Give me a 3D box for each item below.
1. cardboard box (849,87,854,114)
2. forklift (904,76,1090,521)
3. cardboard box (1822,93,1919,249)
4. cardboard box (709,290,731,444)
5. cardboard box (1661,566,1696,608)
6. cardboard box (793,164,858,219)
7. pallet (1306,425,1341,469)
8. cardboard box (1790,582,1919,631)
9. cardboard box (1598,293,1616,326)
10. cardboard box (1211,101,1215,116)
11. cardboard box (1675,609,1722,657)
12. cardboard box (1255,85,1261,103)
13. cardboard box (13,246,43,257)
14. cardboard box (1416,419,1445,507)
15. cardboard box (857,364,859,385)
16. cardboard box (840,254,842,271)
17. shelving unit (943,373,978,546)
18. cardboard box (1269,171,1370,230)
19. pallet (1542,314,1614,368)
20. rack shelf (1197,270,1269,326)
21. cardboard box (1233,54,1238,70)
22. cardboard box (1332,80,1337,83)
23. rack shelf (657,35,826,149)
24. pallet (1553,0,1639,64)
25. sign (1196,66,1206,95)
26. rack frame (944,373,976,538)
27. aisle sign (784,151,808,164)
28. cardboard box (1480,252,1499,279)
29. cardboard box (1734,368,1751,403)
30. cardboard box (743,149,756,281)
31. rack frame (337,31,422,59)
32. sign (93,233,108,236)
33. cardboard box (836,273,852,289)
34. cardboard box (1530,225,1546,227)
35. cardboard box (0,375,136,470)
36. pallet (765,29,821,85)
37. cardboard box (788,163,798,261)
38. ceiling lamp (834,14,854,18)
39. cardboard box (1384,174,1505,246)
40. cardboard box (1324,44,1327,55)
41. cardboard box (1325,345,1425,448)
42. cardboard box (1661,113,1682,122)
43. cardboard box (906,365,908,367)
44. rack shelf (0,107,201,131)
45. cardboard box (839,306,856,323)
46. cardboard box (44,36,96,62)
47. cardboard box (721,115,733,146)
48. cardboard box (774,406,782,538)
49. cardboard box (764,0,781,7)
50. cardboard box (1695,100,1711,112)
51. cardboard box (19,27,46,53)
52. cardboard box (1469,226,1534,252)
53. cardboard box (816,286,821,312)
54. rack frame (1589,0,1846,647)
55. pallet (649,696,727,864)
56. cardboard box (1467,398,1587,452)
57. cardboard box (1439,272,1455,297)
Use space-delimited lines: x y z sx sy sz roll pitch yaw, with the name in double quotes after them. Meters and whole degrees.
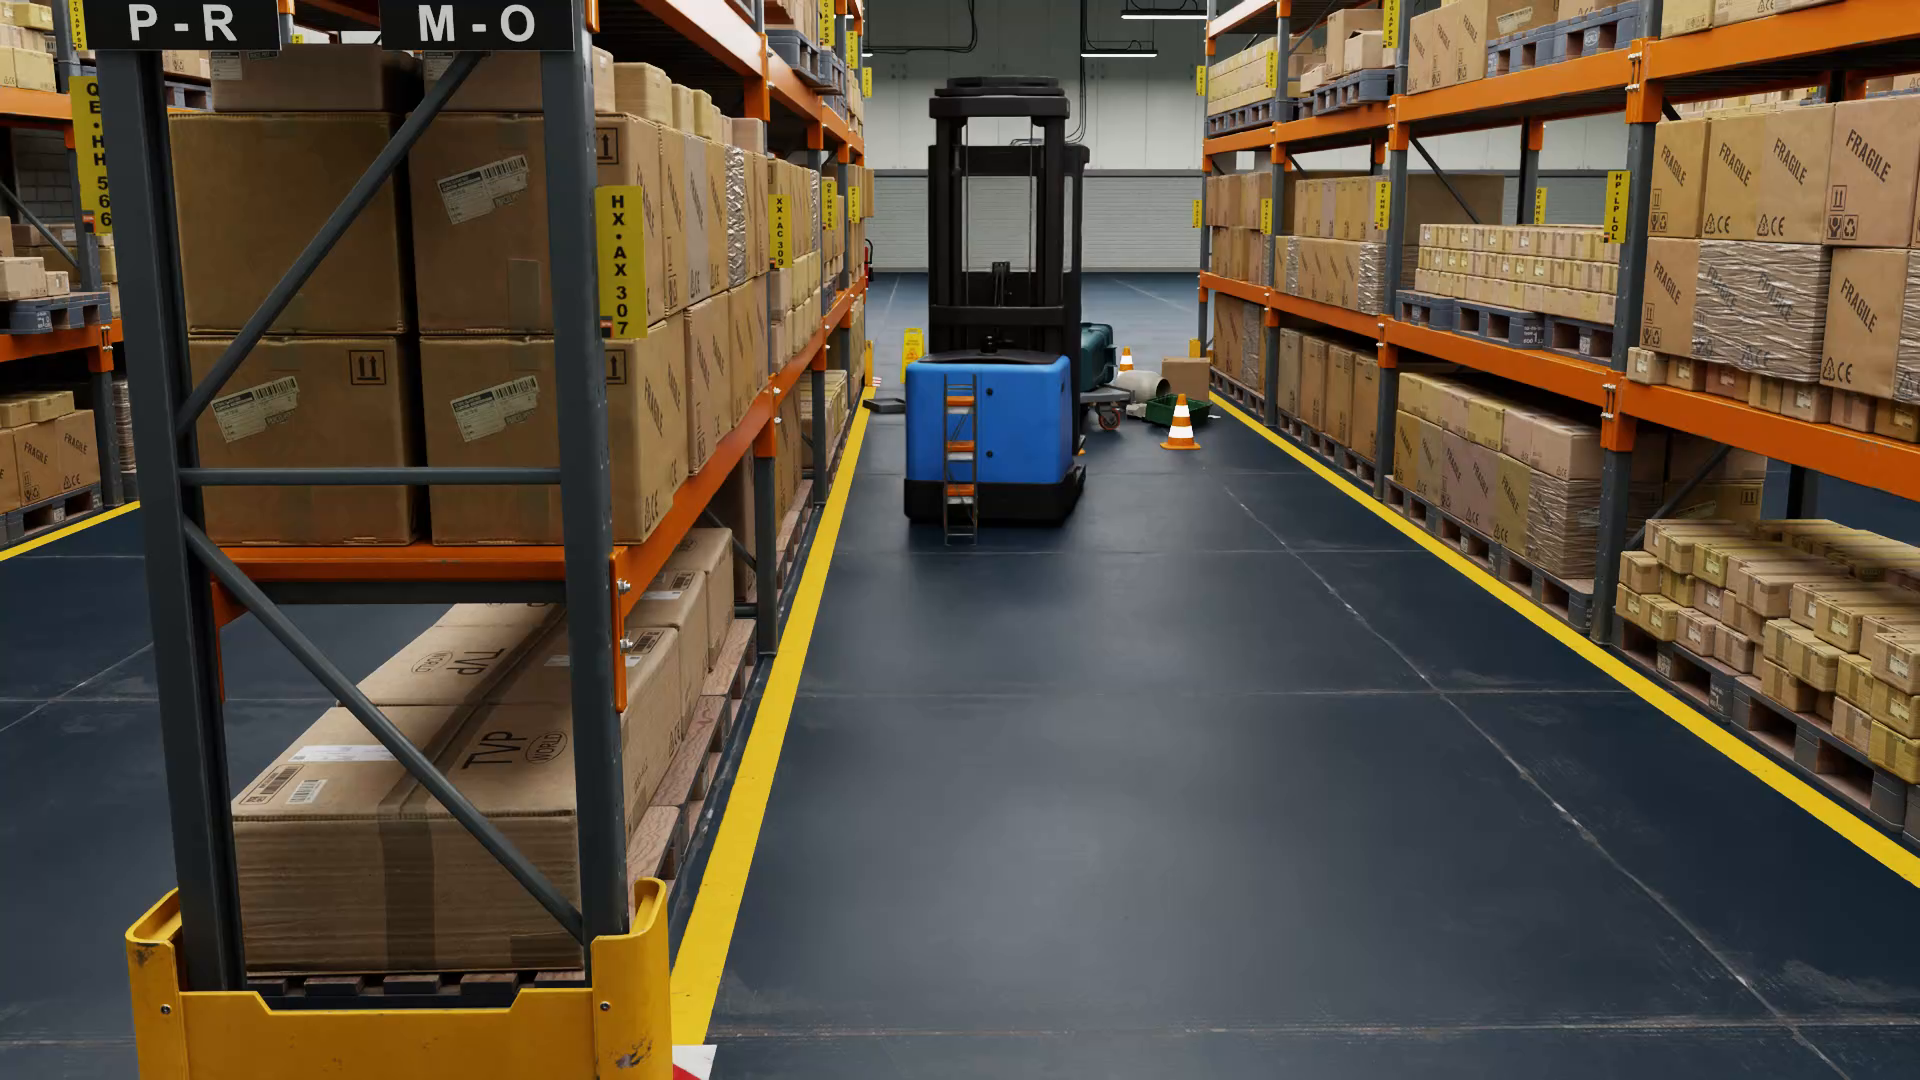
-1.288 -4.252 16.059 0.500 0.250 0.500 0 11 -2 "cardboard box"
0.354 -1.805 12.086 1.130 2.935 3.031 2 12 8 "forklift"
3.360 -1.258 5.700 0.500 0.500 0.500 -1 11 -3 "cardboard box"
-1.065 -0.580 5.622 0.500 0.500 0.500 0 11 1 "cardboard box"
3.362 0.200 7.395 0.380 0.149 0.250 0 11 -1 "cardboard box"
-1.325 -3.292 15.726 0.700 0.500 0.500 0 11 -2 "cardboard box"
3.534 -0.796 13.953 1.003 0.211 1.213 0 11 -1 "pallet"
3.421 0.262 6.342 0.380 0.149 0.250 -1 11 -4 "cardboard box"
3.374 -1.130 8.159 0.380 0.149 0.250 0 11 -2 "cardboard box"
3.024 -4.836 18.631 0.380 0.149 0.250 0 11 -1 "cardboard box"
3.329 0.398 7.166 0.380 0.149 0.250 0 11 -1 "cardboard box"
3.075 -4.333 16.155 0.380 0.149 0.250 0 11 0 "cardboard box"
-6.700 -1.962 11.806 0.500 0.250 0.500 0 11 0 "cardboard box"
3.270 -0.503 10.726 0.500 0.500 0.500 0 11 0 "cardboard box"
-1.311 -1.707 17.288 0.500 0.250 0.500 0 11 -2 "cardboard box"
-1.217 -2.397 14.404 0.380 0.149 0.250 0 11 -2 "cardboard box"
0.001 -0.504 10.402 0.215 1.050 0.252 0 11 -1 "shelving unit"
3.441 -3.235 15.869 0.875 0.550 0.550 0 11 -1 "cardboard box"
3.709 -1.027 8.561 1.003 0.211 1.213 0 11 -1 "pallet"
3.373 -2.604 17.660 1.077 0.370 4.000 0 11 -1 "rack shelf"
3.051 -4.976 17.314 0.380 0.149 0.250 0 11 0 "cardboard box"
3.241 -3.845 13.455 0.396 0.266 0.258 0 11 -1 "cardboard box"
-1.409 -2.444 9.324 1.077 0.370 4.000 0 11 -1 "rack shelf"
3.673 -2.470 8.118 1.213 0.211 1.003 0 11 -1 "pallet"
2.777 -5.290 19.150 0.100 0.325 0.005 0 11 -1 "sign"
-0.001 -0.528 10.522 0.200 1.050 0.008 0 11 -1 "rack frame"
-1.926 -4.599 19.145 0.394 0.787 0.004 0 11 -1 "aisle sign"
3.334 -1.640 9.924 0.380 0.149 0.250 0 11 -2 "cardboard box"
3.396 -0.630 6.753 0.380 0.149 0.250 -1 11 -4 "cardboard box"
-1.079 -1.274 6.528 0.500 0.500 0.500 0 11 -2 "cardboard box"
-6.578 -6.233 18.648 1.000 3.000 0.127 0 11 -1 "rack frame"
-5.870 -2.235 11.319 0.100 0.325 0.005 0 11 -1 "sign"
-1.218 -2.460 15.770 0.380 0.149 0.250 0 11 -1 "cardboard box"
3.968 -1.993 10.917 0.380 0.149 0.250 0 11 -2 "cardboard box"
-6.412 -0.869 12.212 0.875 0.625 0.625 0 11 1 "cardboard box"
-1.357 -2.751 9.506 1.003 0.211 1.213 0 11 1 "pallet"
-1.135 -1.757 8.908 0.500 0.500 0.500 -1 11 -3 "cardboard box"
-3.068 -12.355 34.146 2.000 3.185 0.800 0 11 -1 "ceiling lamp"
3.498 -2.392 12.041 0.700 0.500 0.500 0 11 -1 "cardboard box"
3.735 -4.726 16.086 0.380 0.149 0.250 0 11 -2 "cardboard box"
3.553 -1.162 13.347 1.050 0.750 0.750 0 11 0 "cardboard box"
8.061 -4.552 18.284 0.500 0.250 0.500 0 11 -2 "cardboard box"
-0.194 -1.513 16.756 0.500 0.500 0.500 9 15 38 "cardboard box"
-6.454 -3.217 13.139 1.077 0.370 4.000 0 11 -1 "rack shelf"
-1.217 -2.206 16.230 0.380 0.149 0.250 0 11 0 "cardboard box"
-6.116 -3.383 11.427 0.380 0.166 0.250 0 11 -1 "cardboard box"
-1.146 -1.673 6.861 0.380 0.149 0.250 0 11 0 "cardboard box"
-1.486 -0.395 9.252 0.875 0.875 0.875 0 11 0 "cardboard box"
-1.028 -2.639 7.762 0.396 0.266 0.258 0 11 -2 "cardboard box"
8.060 -4.632 17.677 0.380 0.149 0.250 -1 11 -4 "cardboard box"
-6.164 -3.225 10.741 0.380 0.149 0.250 0 11 0 "cardboard box"
3.334 -1.837 10.149 0.380 0.149 0.250 0 11 1 "cardboard box"
-1.180 -1.551 11.035 0.500 0.250 0.500 -1 11 -3 "cardboard box"
3.580 -0.969 7.790 1.000 3.000 0.127 0 11 -1 "rack frame"
-1.402 0.833 5.923 1.003 0.211 1.213 0 11 -1 "pallet"
3.289 -0.671 9.669 0.500 0.250 0.500 -1 11 -4 "cardboard box"
3.316 -1.650 10.723 0.380 0.149 0.250 0 11 2 "cardboard box"
